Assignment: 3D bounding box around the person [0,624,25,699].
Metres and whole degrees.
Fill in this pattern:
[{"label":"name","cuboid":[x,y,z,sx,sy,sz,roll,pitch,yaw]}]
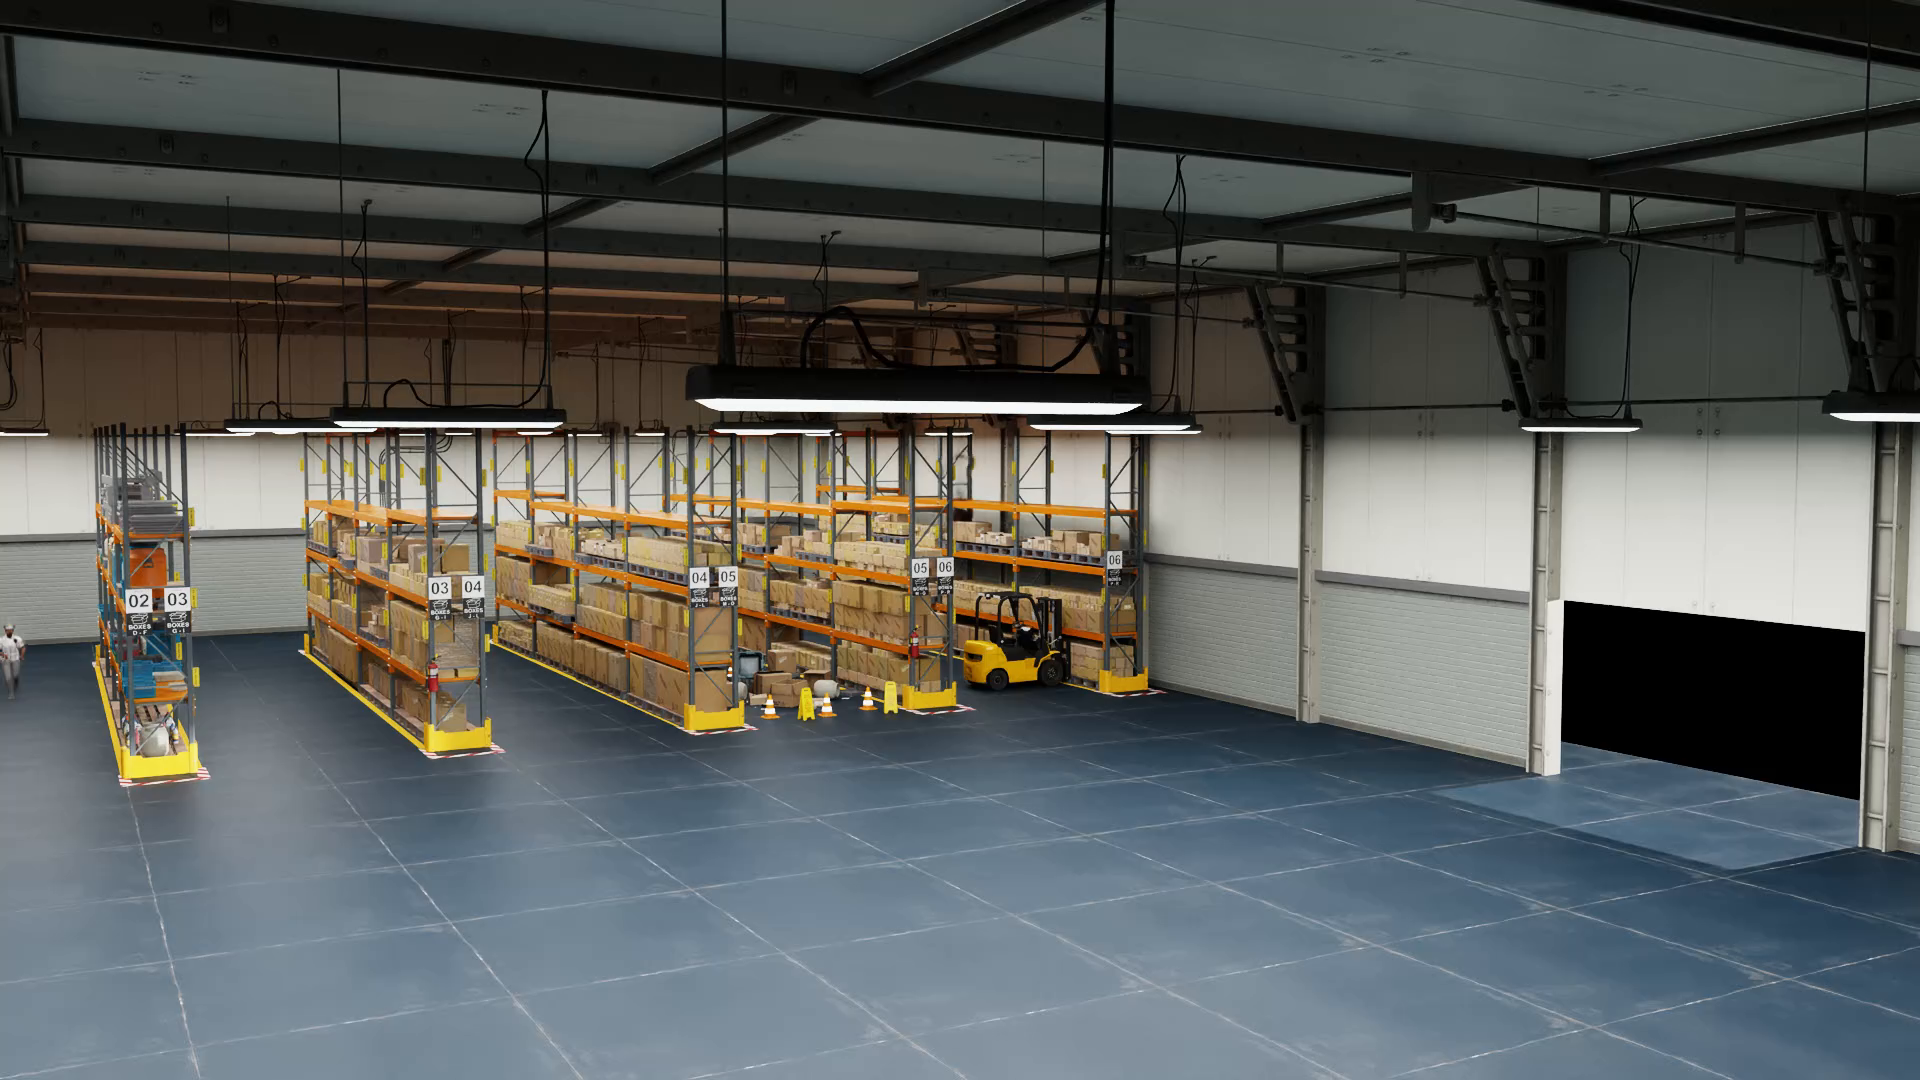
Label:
[{"label":"person","cuboid":[-20.970,2.674,36.753,0.569,1.661,0.554,-2,4,-30]}]
